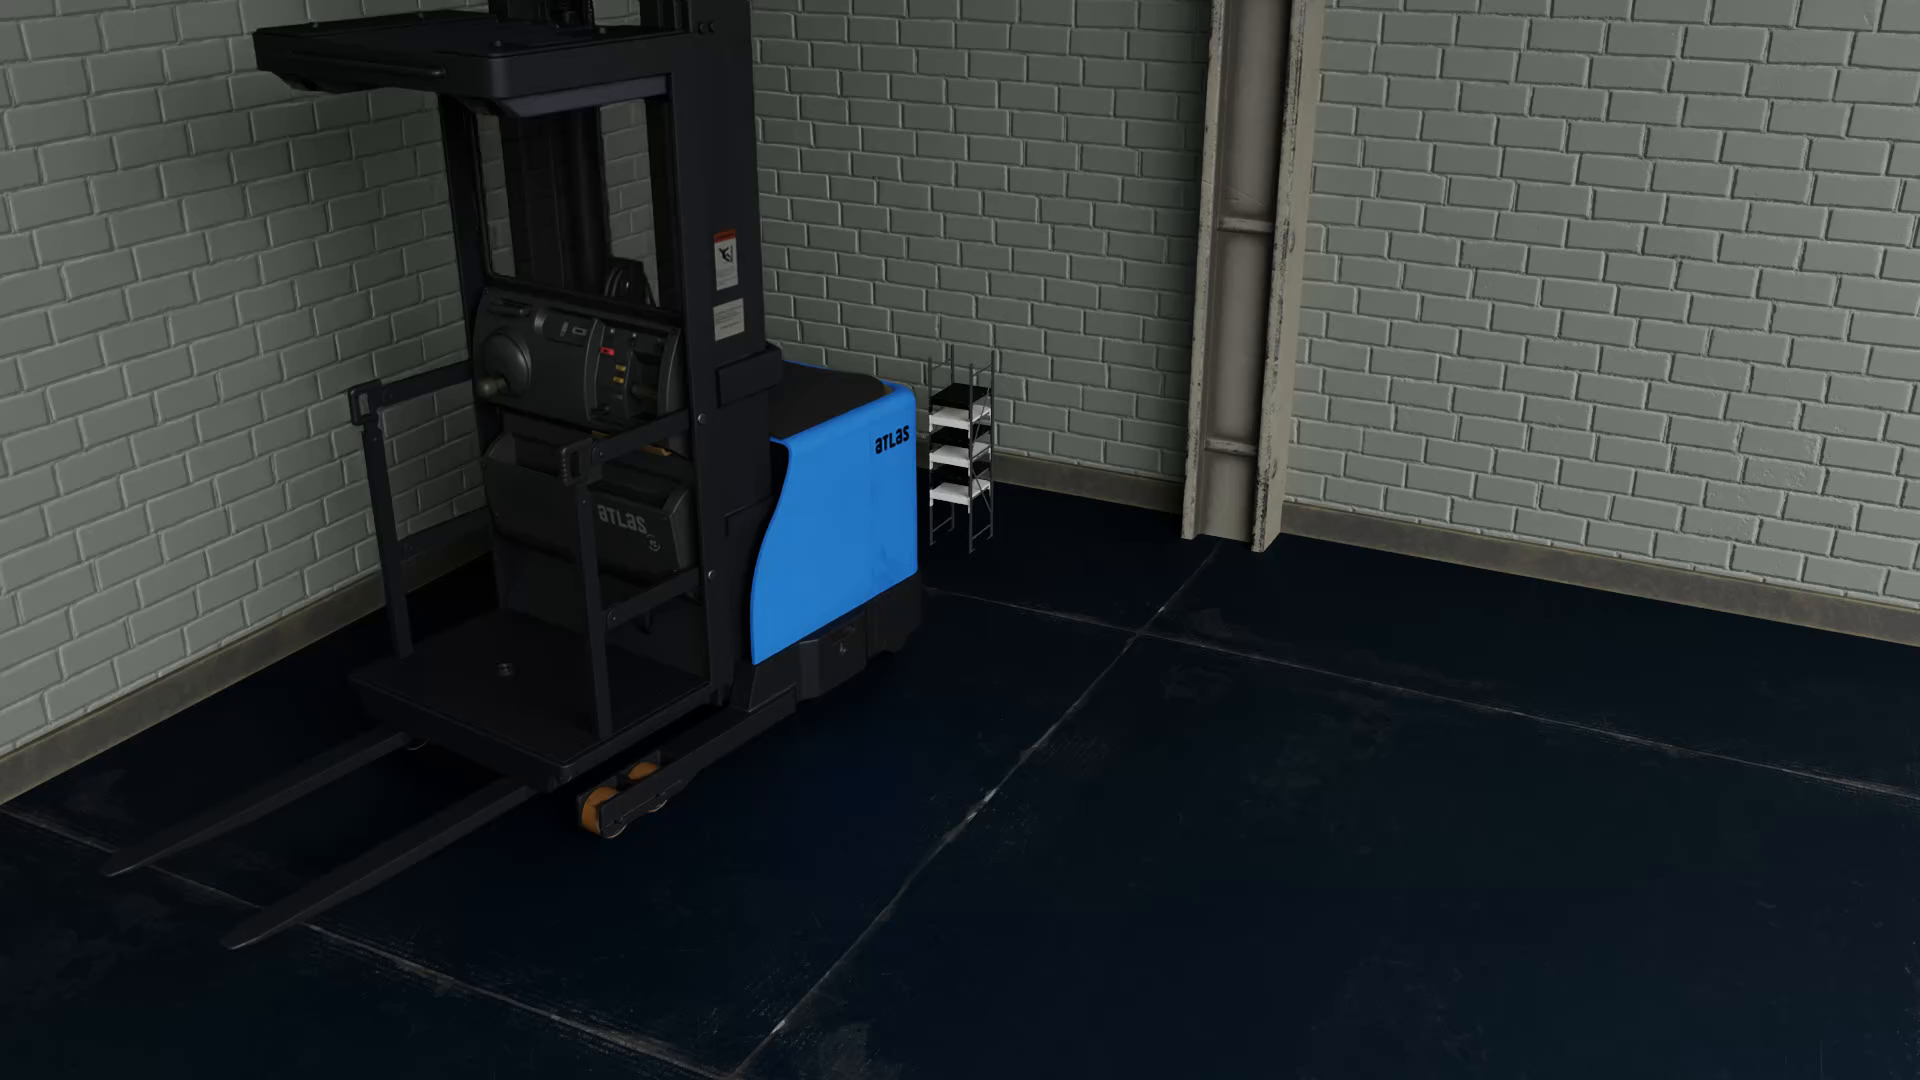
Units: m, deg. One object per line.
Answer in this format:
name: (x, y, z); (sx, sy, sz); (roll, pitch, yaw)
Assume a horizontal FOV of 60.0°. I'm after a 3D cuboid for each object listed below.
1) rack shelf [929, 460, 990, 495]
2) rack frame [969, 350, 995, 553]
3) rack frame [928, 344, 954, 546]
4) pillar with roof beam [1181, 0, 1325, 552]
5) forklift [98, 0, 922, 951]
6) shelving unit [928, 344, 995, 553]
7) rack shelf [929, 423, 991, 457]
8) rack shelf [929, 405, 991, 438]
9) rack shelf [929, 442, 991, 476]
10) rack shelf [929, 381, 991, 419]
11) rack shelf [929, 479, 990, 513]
rack shelf: (0.007, -0.299, 7.619); (0.200, 0.077, 0.258); (11, 25, 25)
rack frame: (0.098, -0.395, 7.528); (0.006, 0.900, 0.240); (11, 25, 25)
rack frame: (-0.083, -0.431, 7.613); (0.006, 0.900, 0.240); (11, 25, 25)
pillar with roof beam: (-0.666, -2.668, 2.526); (0.400, 9.000, 9.100); (11, 25, 25)
forklift: (-1.406, -0.585, 5.380); (1.130, 2.935, 3.031); (15, 27, 32)
shelving unit: (0.007, -0.413, 7.571); (0.210, 0.900, 0.258); (11, 25, 25)
rack shelf: (0.007, -0.465, 7.548); (0.200, 0.077, 0.258); (11, 25, 25)
rack shelf: (0.007, -0.548, 7.513); (0.200, 0.077, 0.258); (11, 25, 25)
rack shelf: (0.007, -0.382, 7.584); (0.200, 0.077, 0.258); (11, 25, 25)
rack shelf: (0.007, -0.630, 7.478); (0.200, 0.077, 0.258); (11, 25, 25)
rack shelf: (0.007, -0.216, 7.654); (0.200, 0.077, 0.258); (11, 25, 25)
